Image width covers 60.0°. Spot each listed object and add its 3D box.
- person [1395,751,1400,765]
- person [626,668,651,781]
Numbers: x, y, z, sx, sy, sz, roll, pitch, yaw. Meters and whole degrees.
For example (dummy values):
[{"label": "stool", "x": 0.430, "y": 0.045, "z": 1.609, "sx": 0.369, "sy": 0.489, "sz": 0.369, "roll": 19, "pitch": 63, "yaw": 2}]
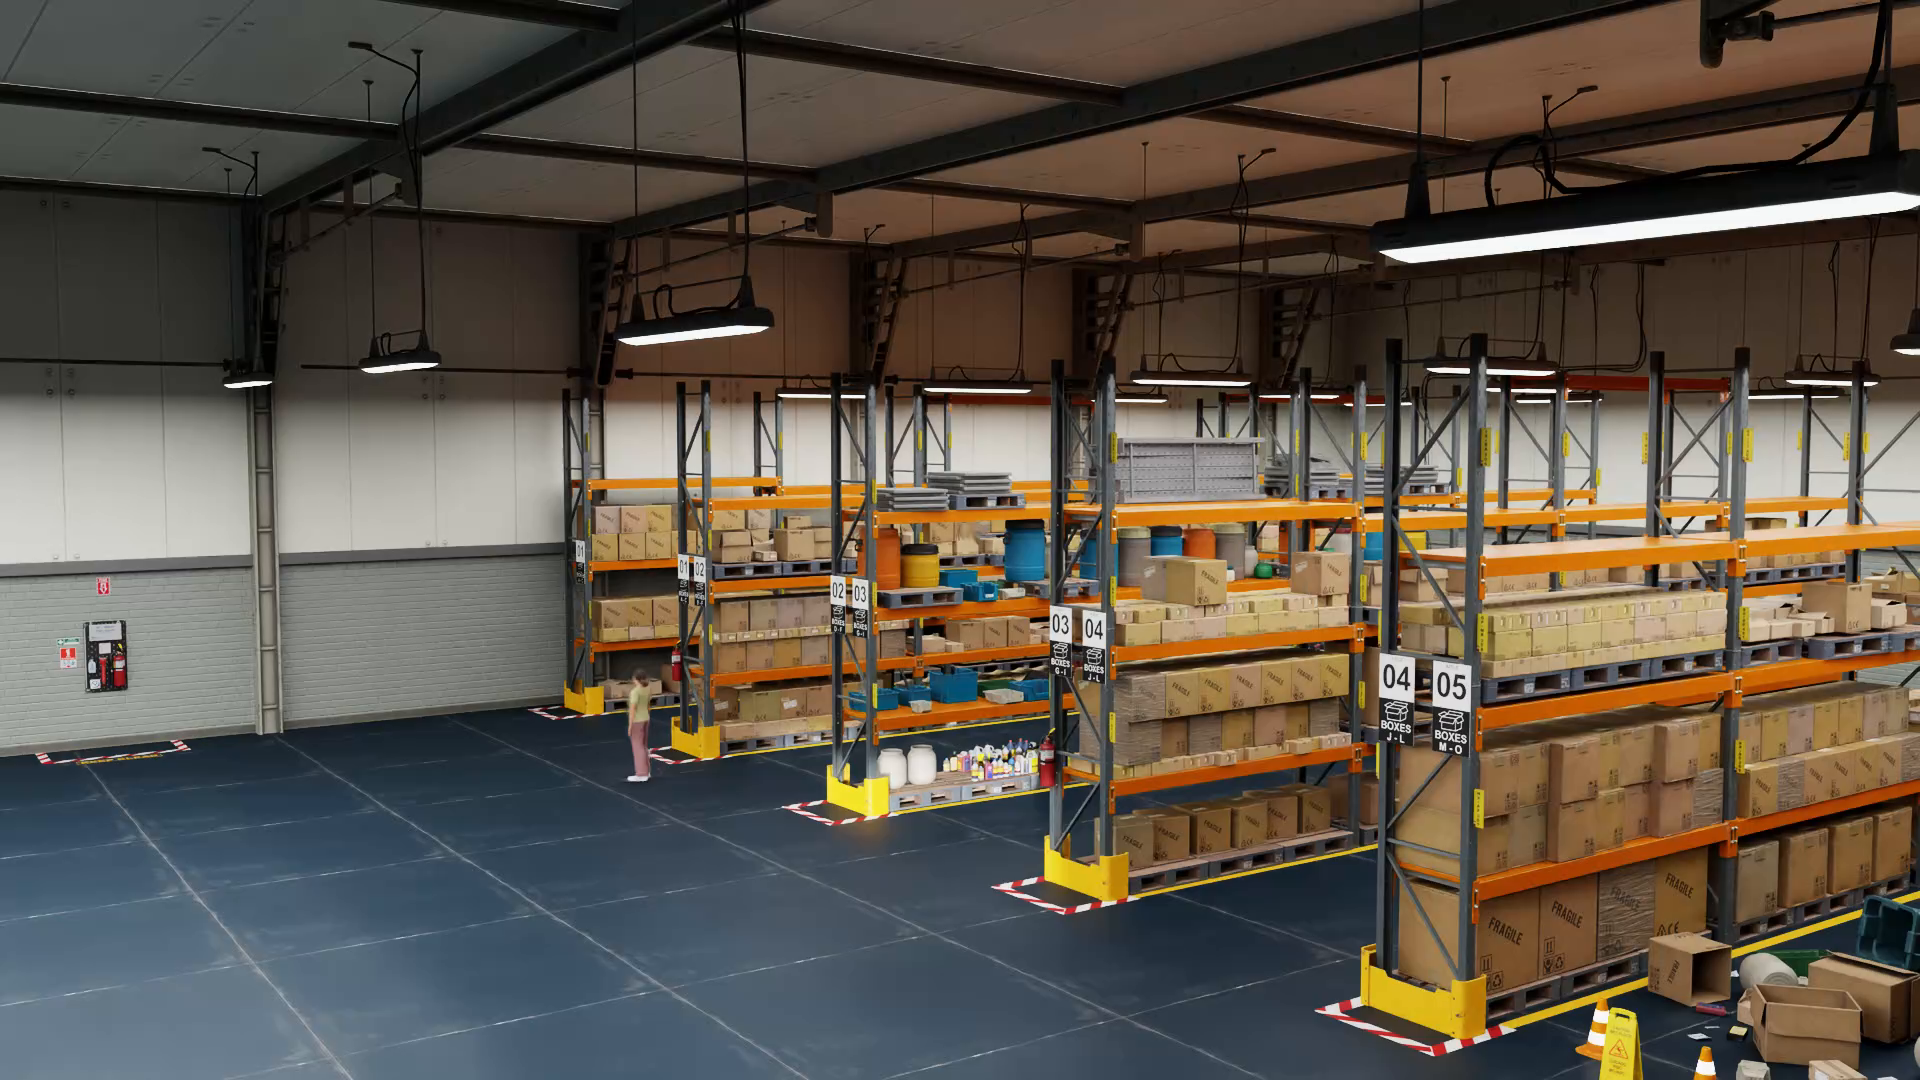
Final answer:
[{"label": "person", "x": 6.814, "y": 2.744, "z": 25.112, "sx": 0.707, "sy": 1.727, "sz": 0.503, "roll": -2, "pitch": 4, "yaw": -29}, {"label": "person", "x": -4.765, "y": 2.755, "z": 24.686, "sx": 0.354, "sy": 1.711, "sz": 0.556, "roll": 1, "pitch": 4, "yaw": 21}]
